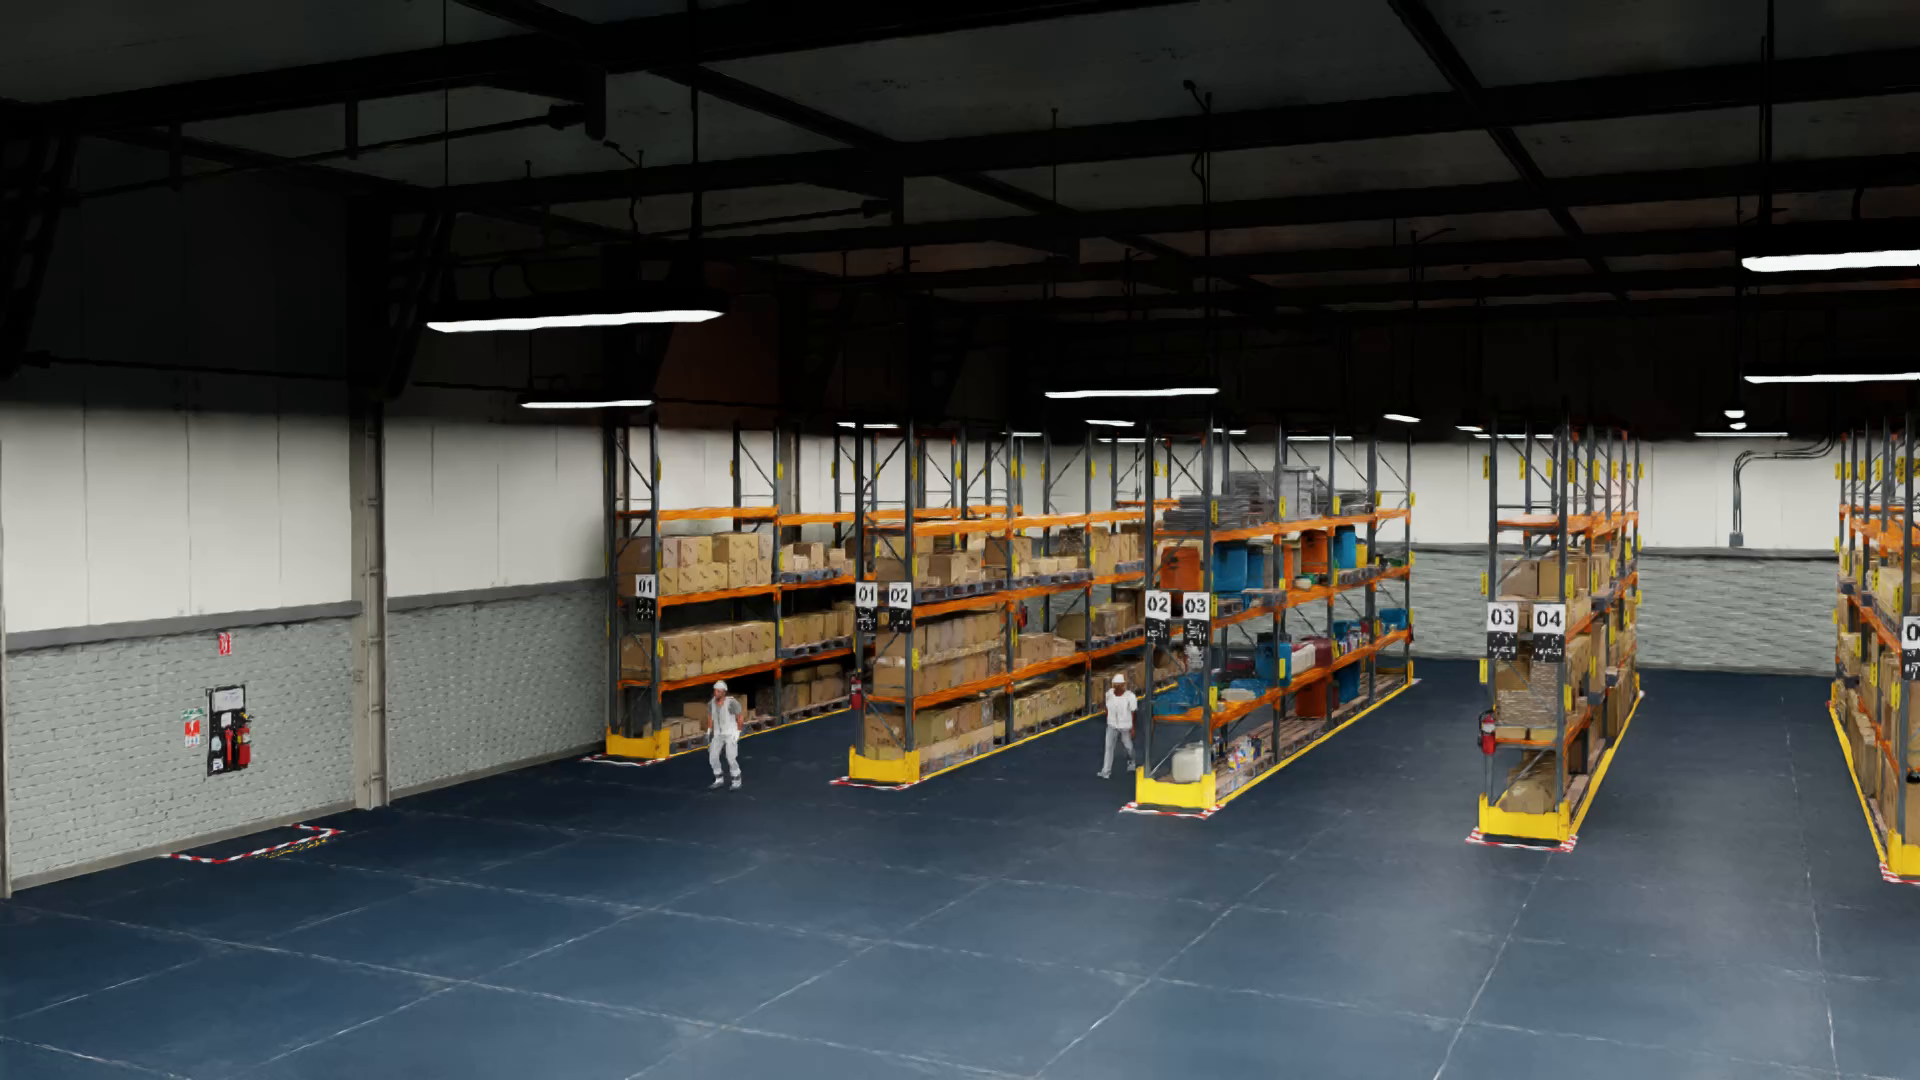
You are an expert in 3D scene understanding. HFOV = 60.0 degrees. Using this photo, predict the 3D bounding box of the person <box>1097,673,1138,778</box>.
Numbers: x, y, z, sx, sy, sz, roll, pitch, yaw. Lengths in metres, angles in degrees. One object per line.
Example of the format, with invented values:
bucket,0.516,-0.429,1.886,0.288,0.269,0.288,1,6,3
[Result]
person,2.607,3.006,27.085,0.575,1.689,1.128,1,3,23

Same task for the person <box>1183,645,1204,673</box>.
person,5.028,2.711,35.351,0.592,1.625,0.532,1,3,23

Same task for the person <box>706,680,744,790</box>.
person,-3.689,3.046,25.973,0.677,1.742,0.552,1,3,25
